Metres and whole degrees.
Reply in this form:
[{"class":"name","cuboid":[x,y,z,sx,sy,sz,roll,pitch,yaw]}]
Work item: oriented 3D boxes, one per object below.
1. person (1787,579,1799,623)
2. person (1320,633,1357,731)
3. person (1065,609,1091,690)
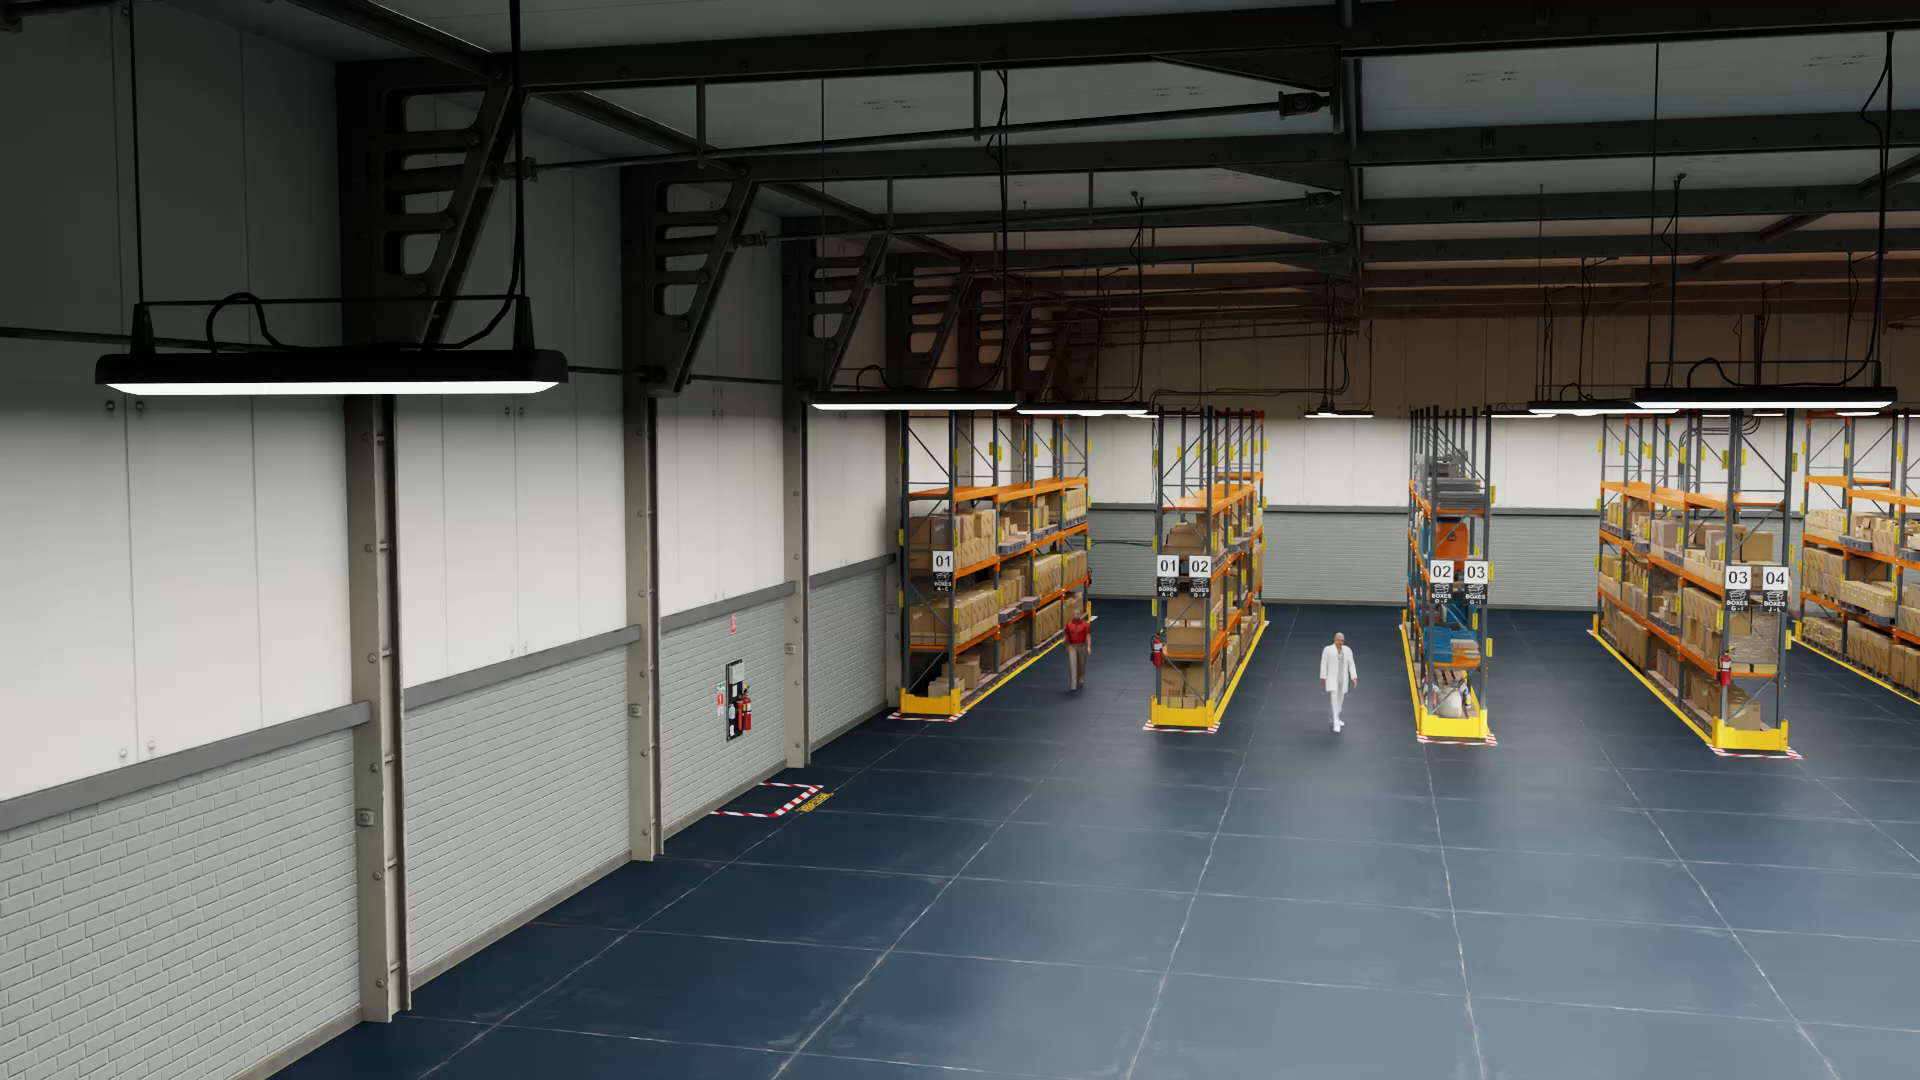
[{"class":"person","cuboid":[23.014,1.561,46.450,0.875,1.642,0.440,1,4,7]},{"class":"person","cuboid":[7.048,2.625,30.979,0.637,1.807,0.709,0,4,-6]},{"class":"person","cuboid":[2.520,2.318,35.505,0.528,1.669,1.020,0,4,-1]}]
